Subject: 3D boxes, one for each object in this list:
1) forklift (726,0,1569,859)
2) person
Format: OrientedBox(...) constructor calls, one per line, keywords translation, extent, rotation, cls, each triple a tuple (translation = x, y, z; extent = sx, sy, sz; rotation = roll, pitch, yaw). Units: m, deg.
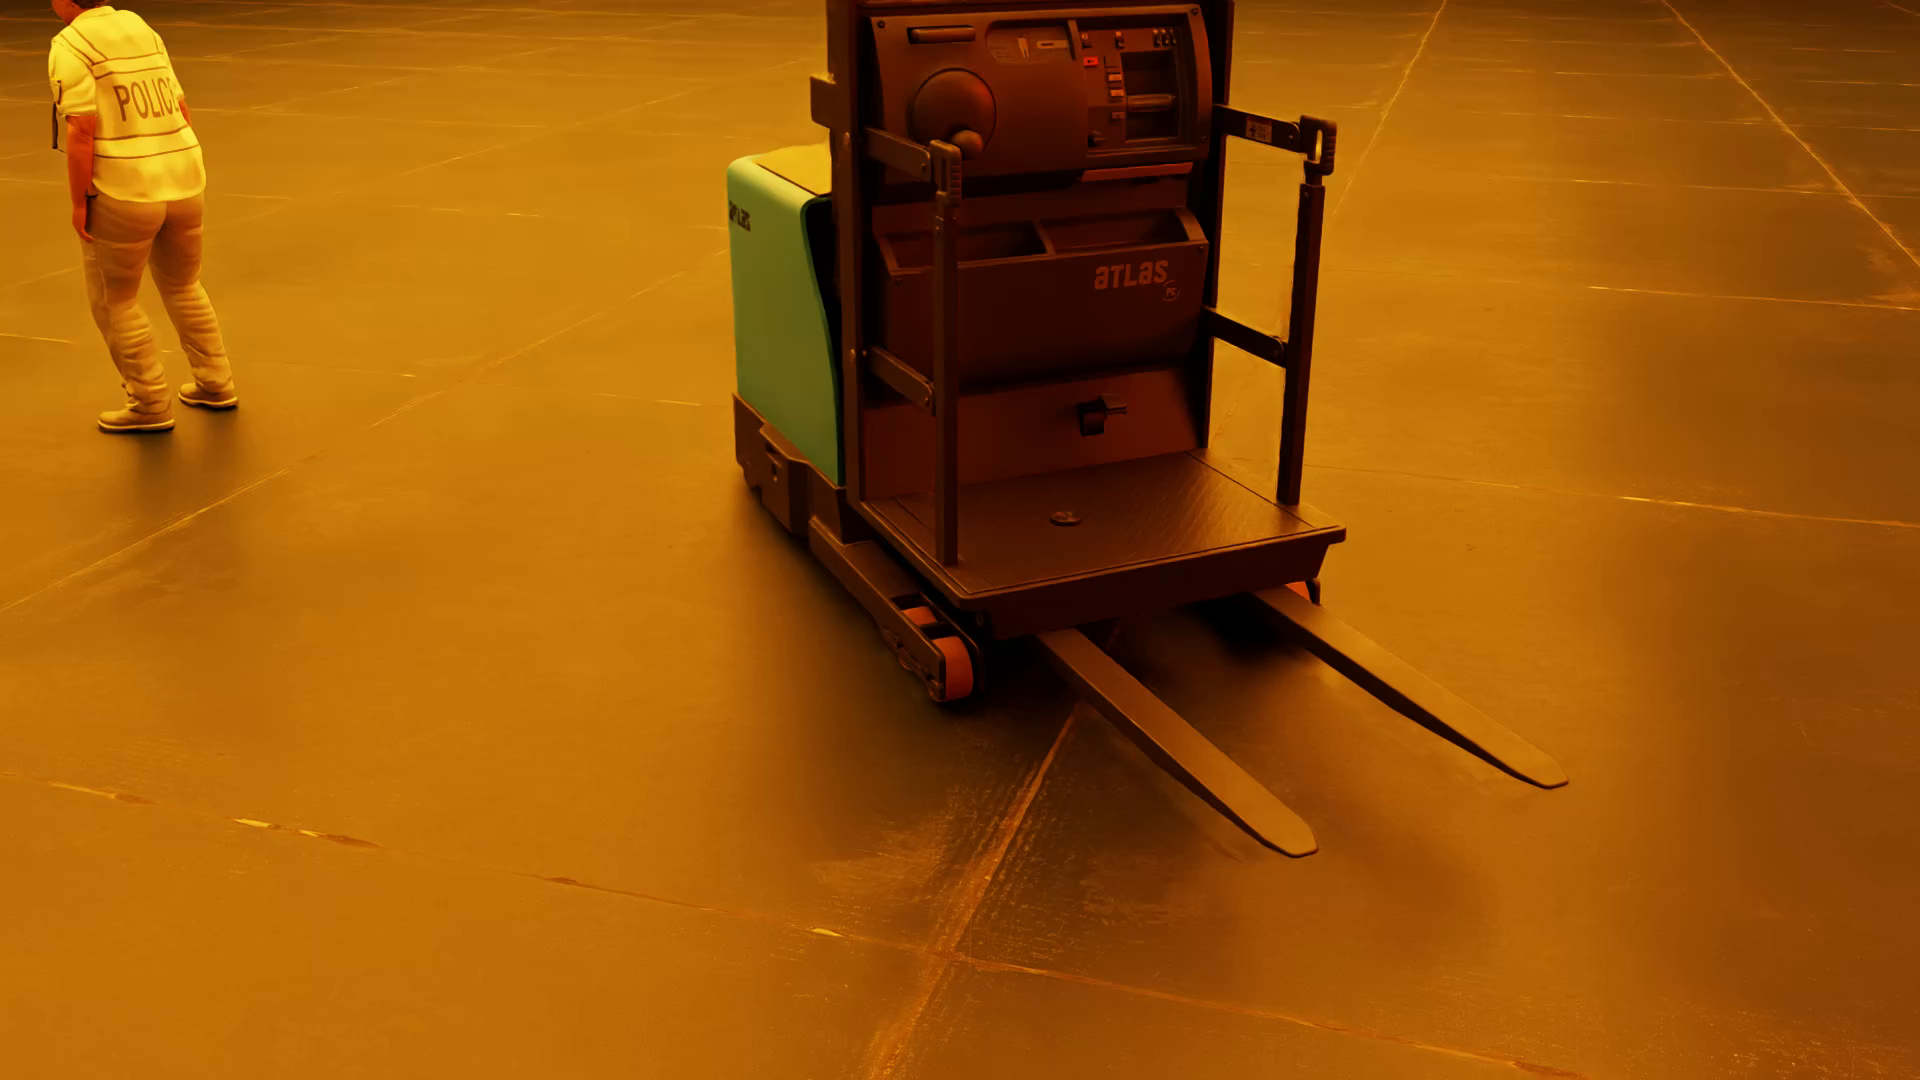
OrientedBox(translation=(0.310, -1.137, 4.033), extent=(1.130, 2.935, 3.031), rotation=(-10, 24, -22), cls="forklift")
OrientedBox(translation=(-2.951, -1.231, 5.928), extent=(0.465, 1.667, 0.525), rotation=(9, 24, 21), cls="person")
